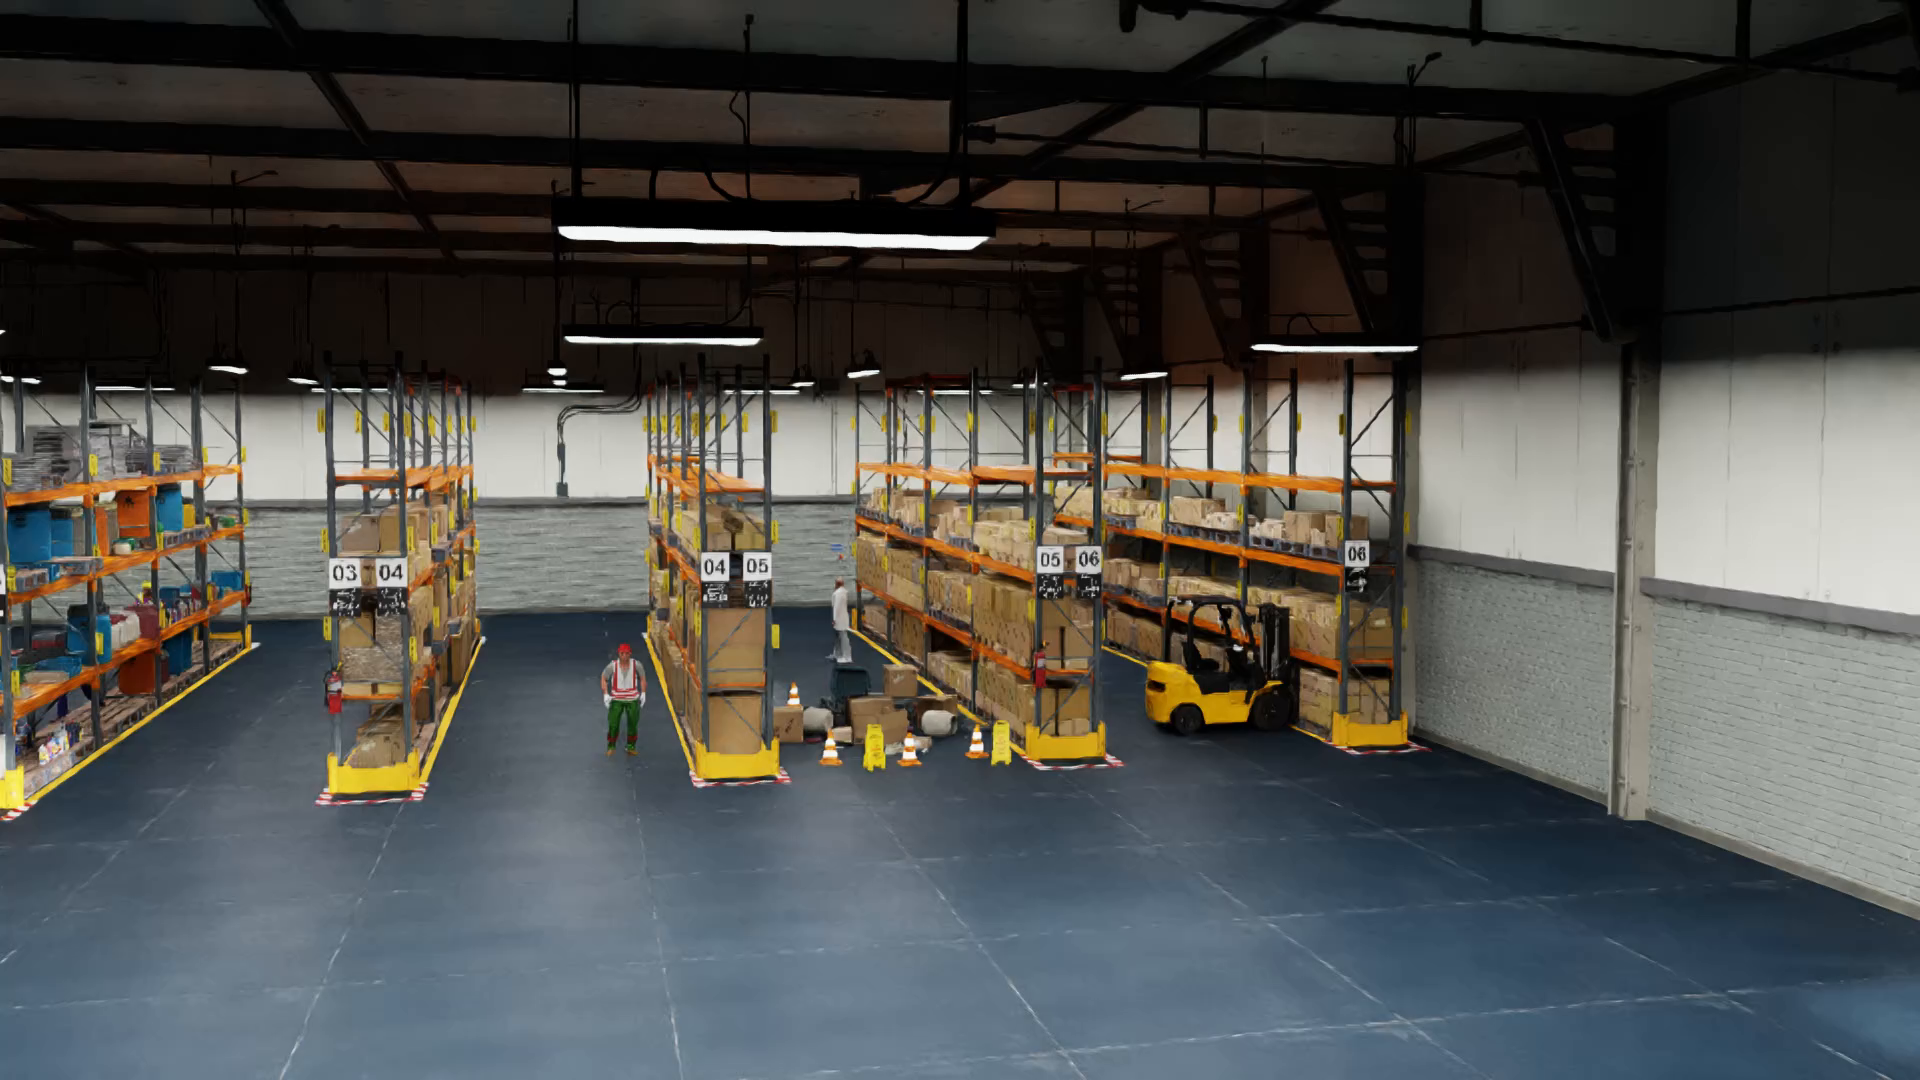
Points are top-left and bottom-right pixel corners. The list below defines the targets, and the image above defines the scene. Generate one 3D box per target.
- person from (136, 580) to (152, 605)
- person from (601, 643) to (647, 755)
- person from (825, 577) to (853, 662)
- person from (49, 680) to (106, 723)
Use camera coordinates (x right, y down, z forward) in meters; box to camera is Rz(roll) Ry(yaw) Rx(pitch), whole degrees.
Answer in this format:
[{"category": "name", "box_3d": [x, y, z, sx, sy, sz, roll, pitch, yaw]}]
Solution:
[{"category": "person", "box_3d": [-17.179, 1.691, 35.229, 0.582, 1.685, 1.120, -1, 4, -11]}, {"category": "person", "box_3d": [-5.059, 2.398, 25.052, 0.677, 1.742, 0.547, -1, 4, -15]}, {"category": "person", "box_3d": [-2.558, 1.667, 35.001, 0.643, 1.763, 0.673, 1, 4, 7]}, {"category": "person", "box_3d": [-14.825, 2.255, 28.037, 0.540, 1.592, 0.845, 1, 4, 9]}]
